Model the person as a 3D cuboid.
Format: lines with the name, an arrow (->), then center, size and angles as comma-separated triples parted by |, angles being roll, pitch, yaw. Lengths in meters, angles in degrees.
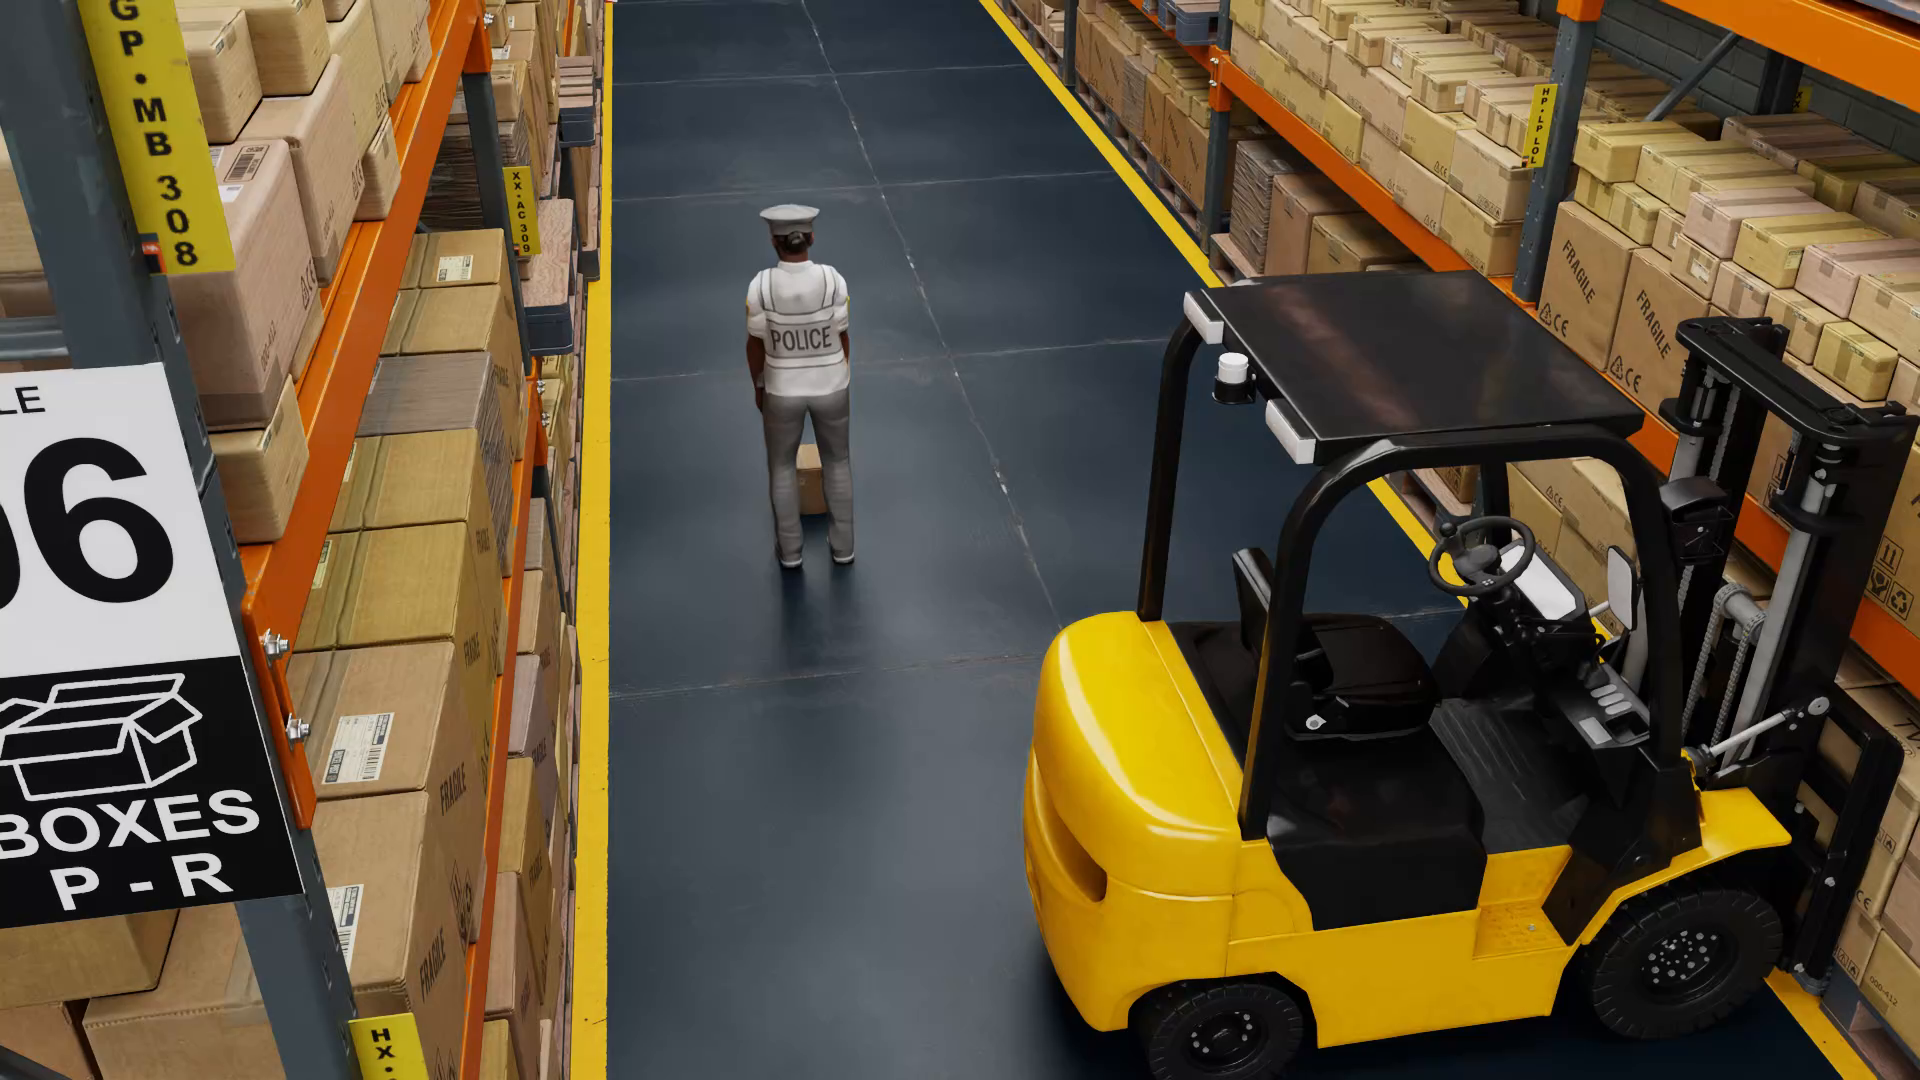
person -> -0.691, -0.640, 7.226 | 0.443, 1.651, 0.351 | -5, 31, -8
